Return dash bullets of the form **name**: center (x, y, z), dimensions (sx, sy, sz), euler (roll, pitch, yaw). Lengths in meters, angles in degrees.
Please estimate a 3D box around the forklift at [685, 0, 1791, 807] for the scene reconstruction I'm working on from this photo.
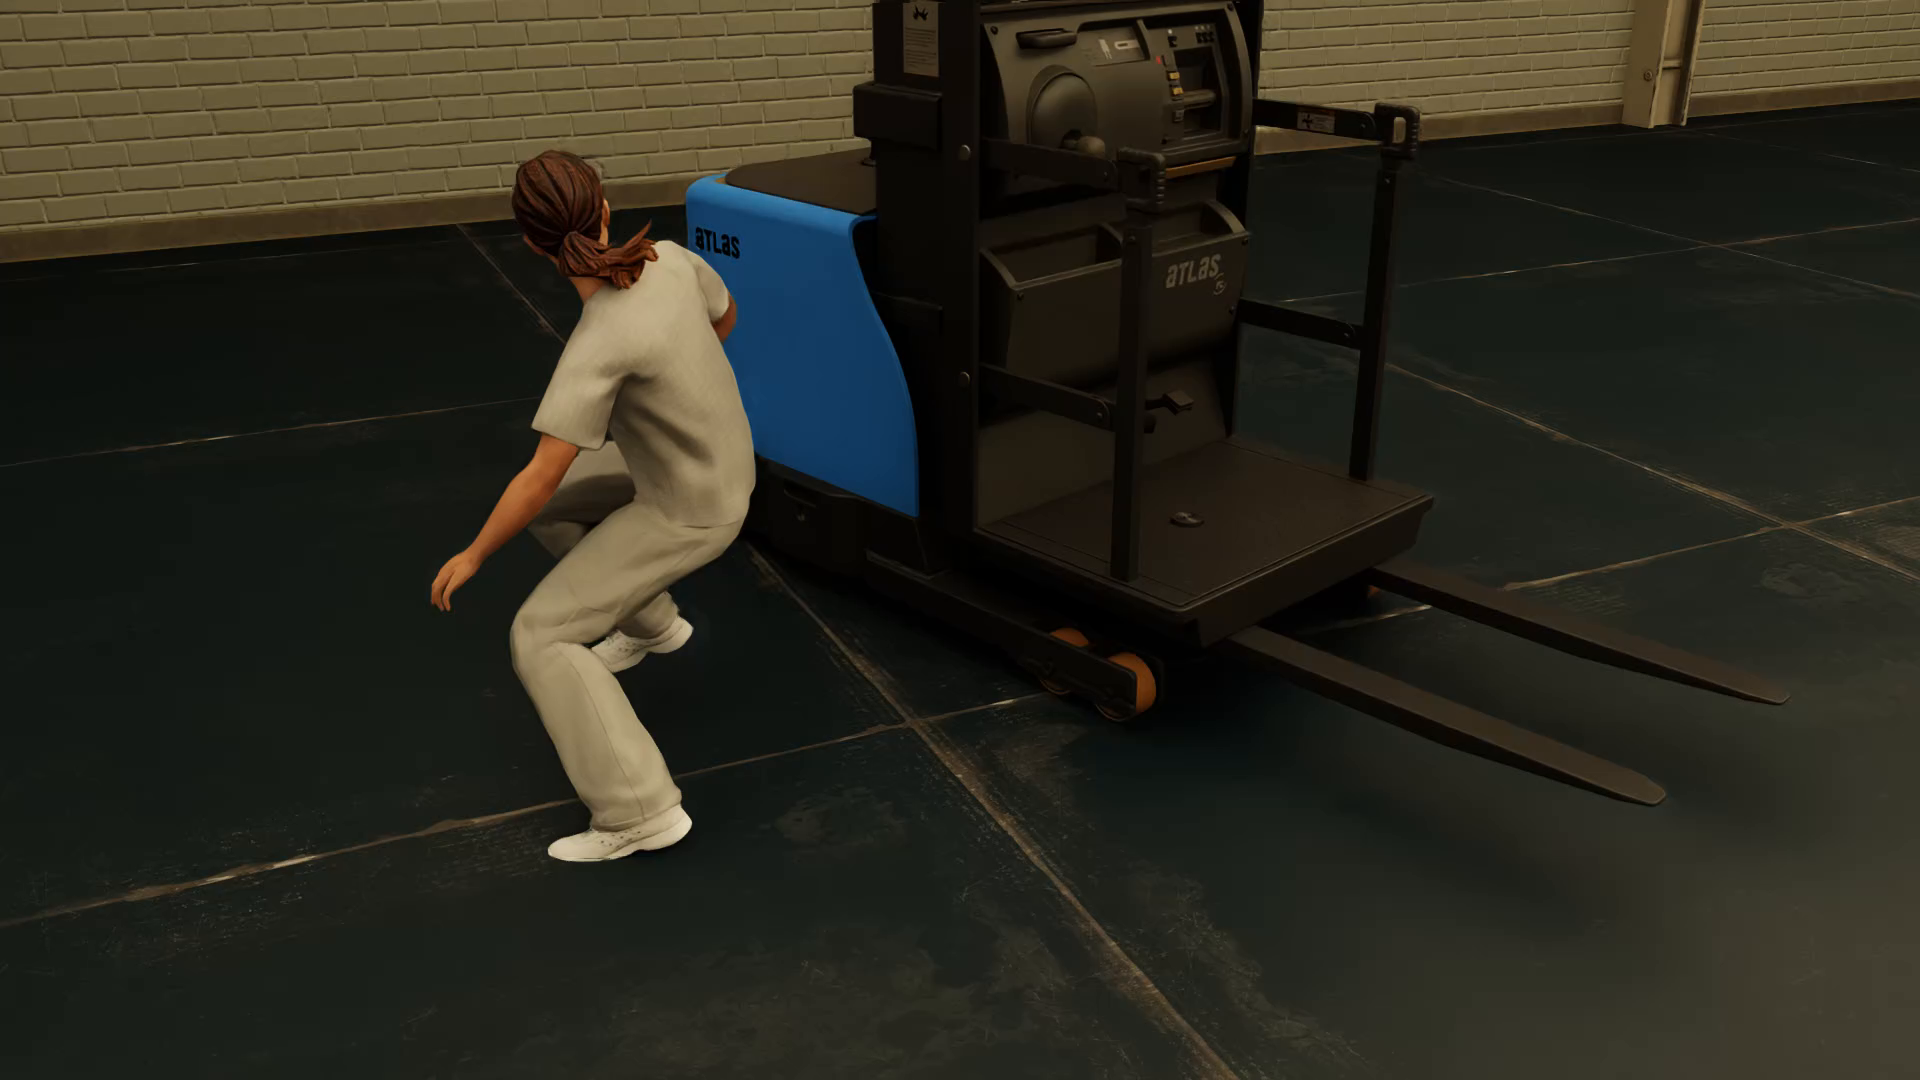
- **forklift**: center (0.562, -1.135, 4.017), dimensions (1.130, 2.935, 3.031), euler (-20, 30, -40)

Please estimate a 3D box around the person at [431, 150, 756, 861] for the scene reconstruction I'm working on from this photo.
- **person**: center (-0.755, -0.108, 3.565), dimensions (0.600, 1.447, 0.765), euler (2, 23, 5)
